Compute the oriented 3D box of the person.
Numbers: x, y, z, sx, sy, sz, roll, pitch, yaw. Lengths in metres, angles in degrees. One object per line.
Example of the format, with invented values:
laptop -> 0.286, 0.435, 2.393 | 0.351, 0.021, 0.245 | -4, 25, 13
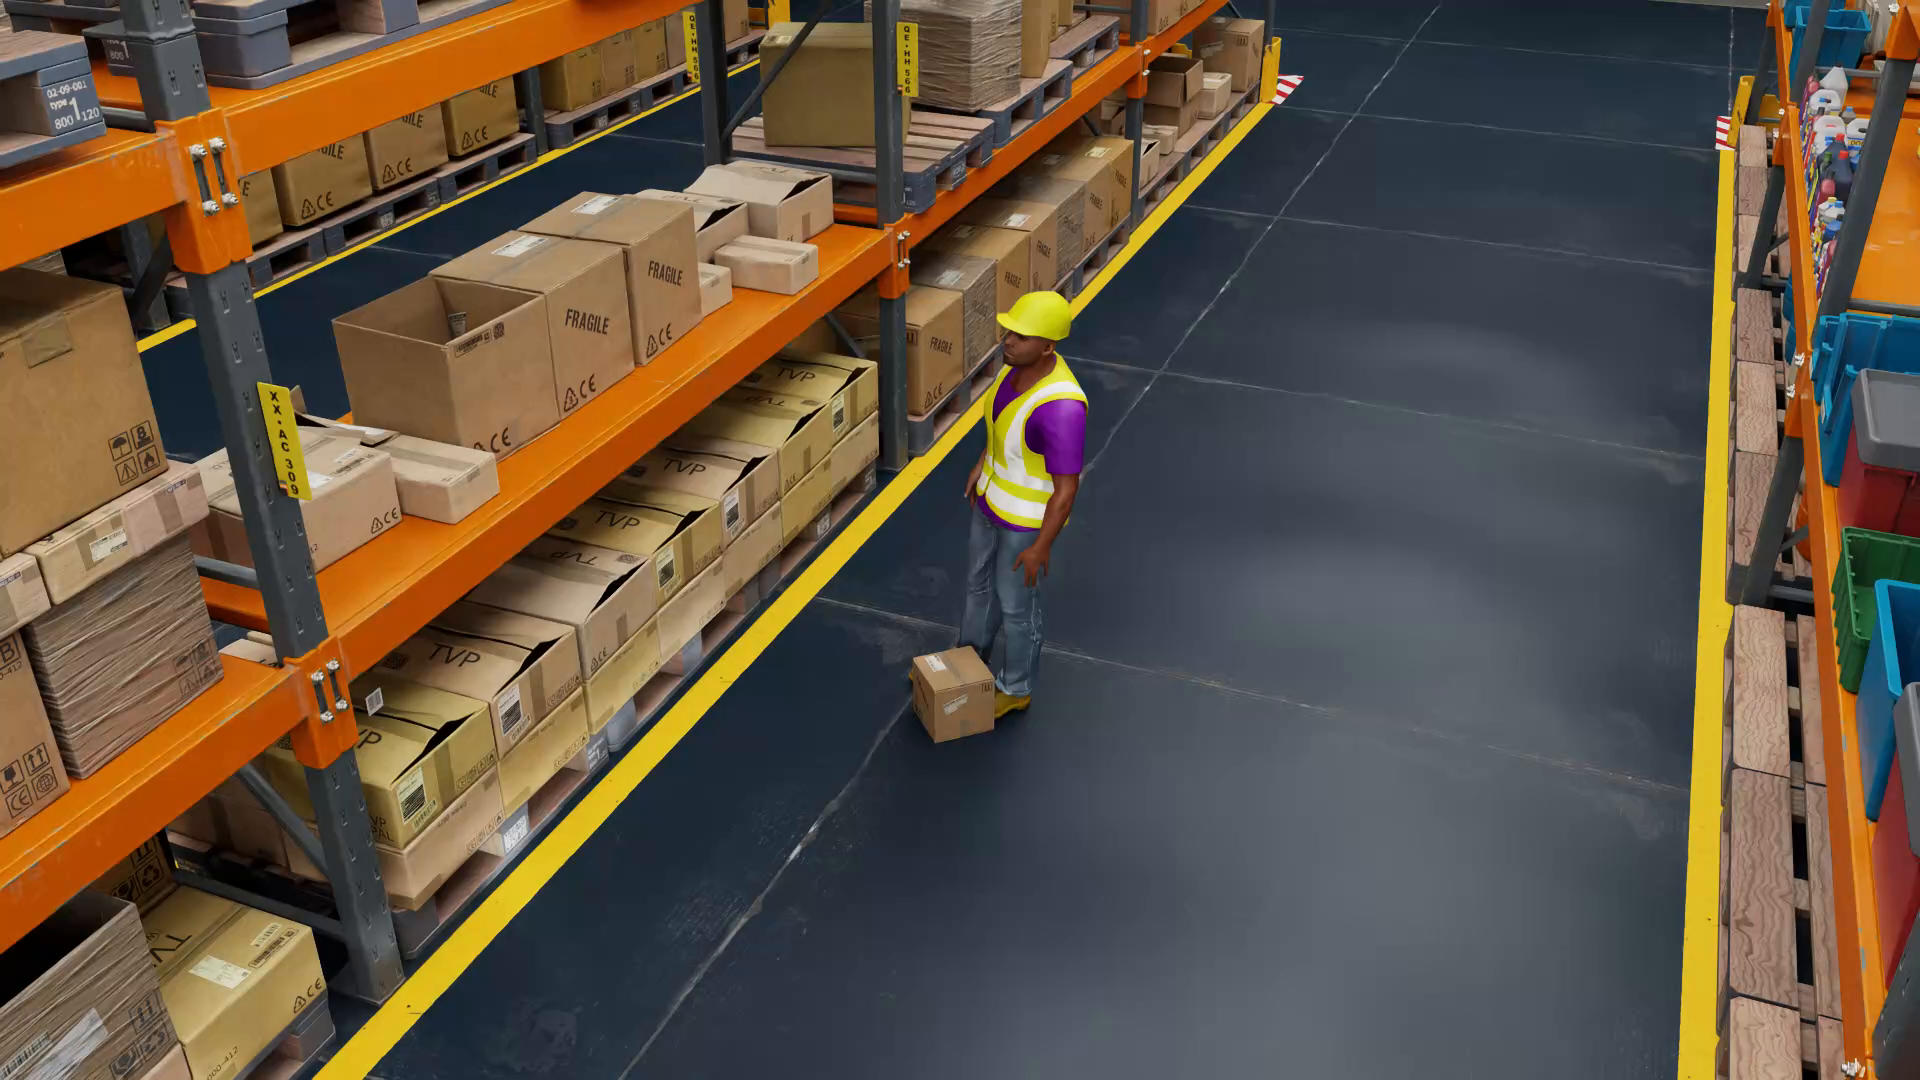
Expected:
person -> 0.152, -0.107, 6.274 | 0.577, 1.765, 0.665 | -10, 31, -17
